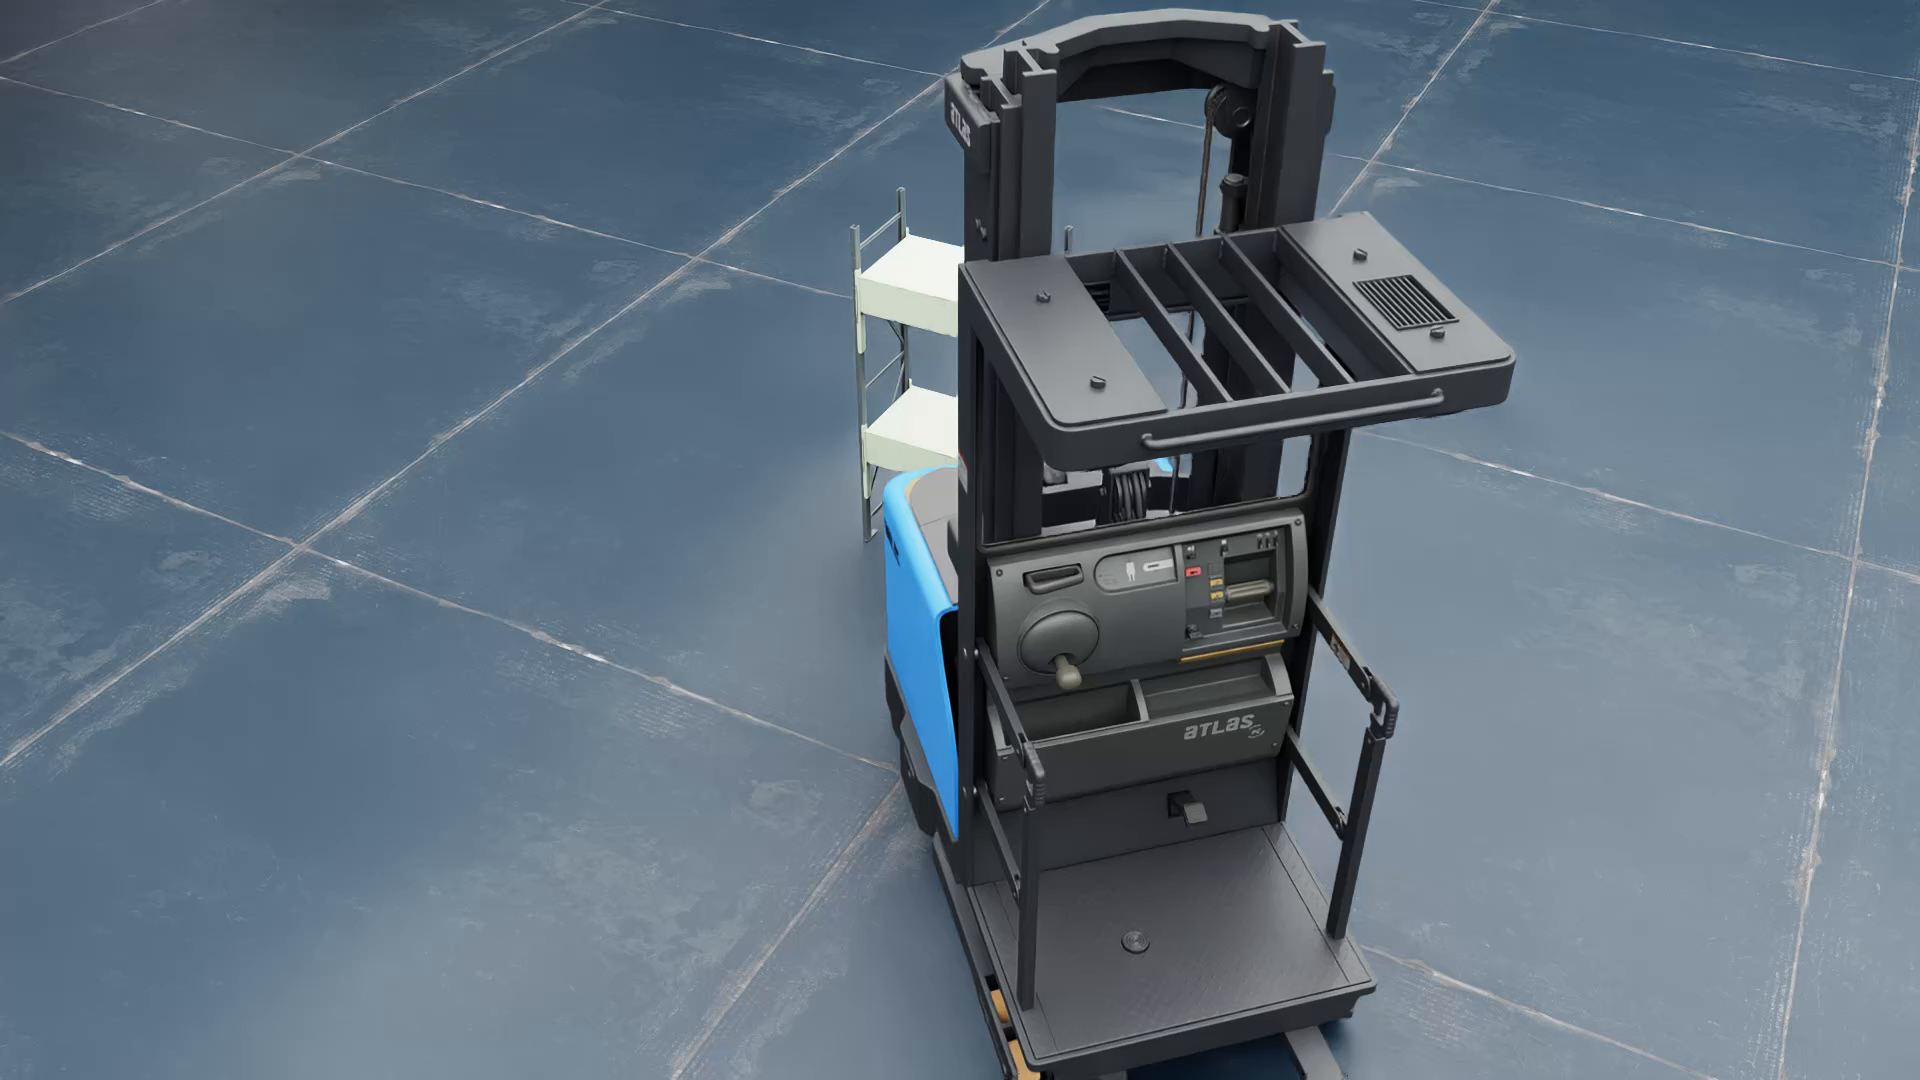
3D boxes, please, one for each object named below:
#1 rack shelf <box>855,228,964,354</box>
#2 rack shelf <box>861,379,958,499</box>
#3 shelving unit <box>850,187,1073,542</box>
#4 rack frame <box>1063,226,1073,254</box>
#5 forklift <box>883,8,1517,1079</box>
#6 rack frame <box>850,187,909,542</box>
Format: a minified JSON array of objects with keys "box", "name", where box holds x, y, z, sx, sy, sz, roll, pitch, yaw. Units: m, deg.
[{"box":[0.006,-0.906,6.558,0.720,0.370,0.431,17,41,21],"name":"rack shelf"},{"box":[0.006,-0.336,6.991,0.720,0.370,0.431,17,41,21],"name":"rack shelf"},{"box":[0.006,-0.596,6.794,0.755,1.500,0.431,17,41,21],"name":"shelving unit"},{"box":[0.331,-0.494,6.660,0.023,1.500,0.400,17,41,21],"name":"rack frame"},{"box":[0.597,0.242,4.508,1.130,2.935,3.031,-9,38,-12],"name":"forklift"},{"box":[-0.319,-0.697,6.928,0.023,1.500,0.400,17,41,21],"name":"rack frame"}]
